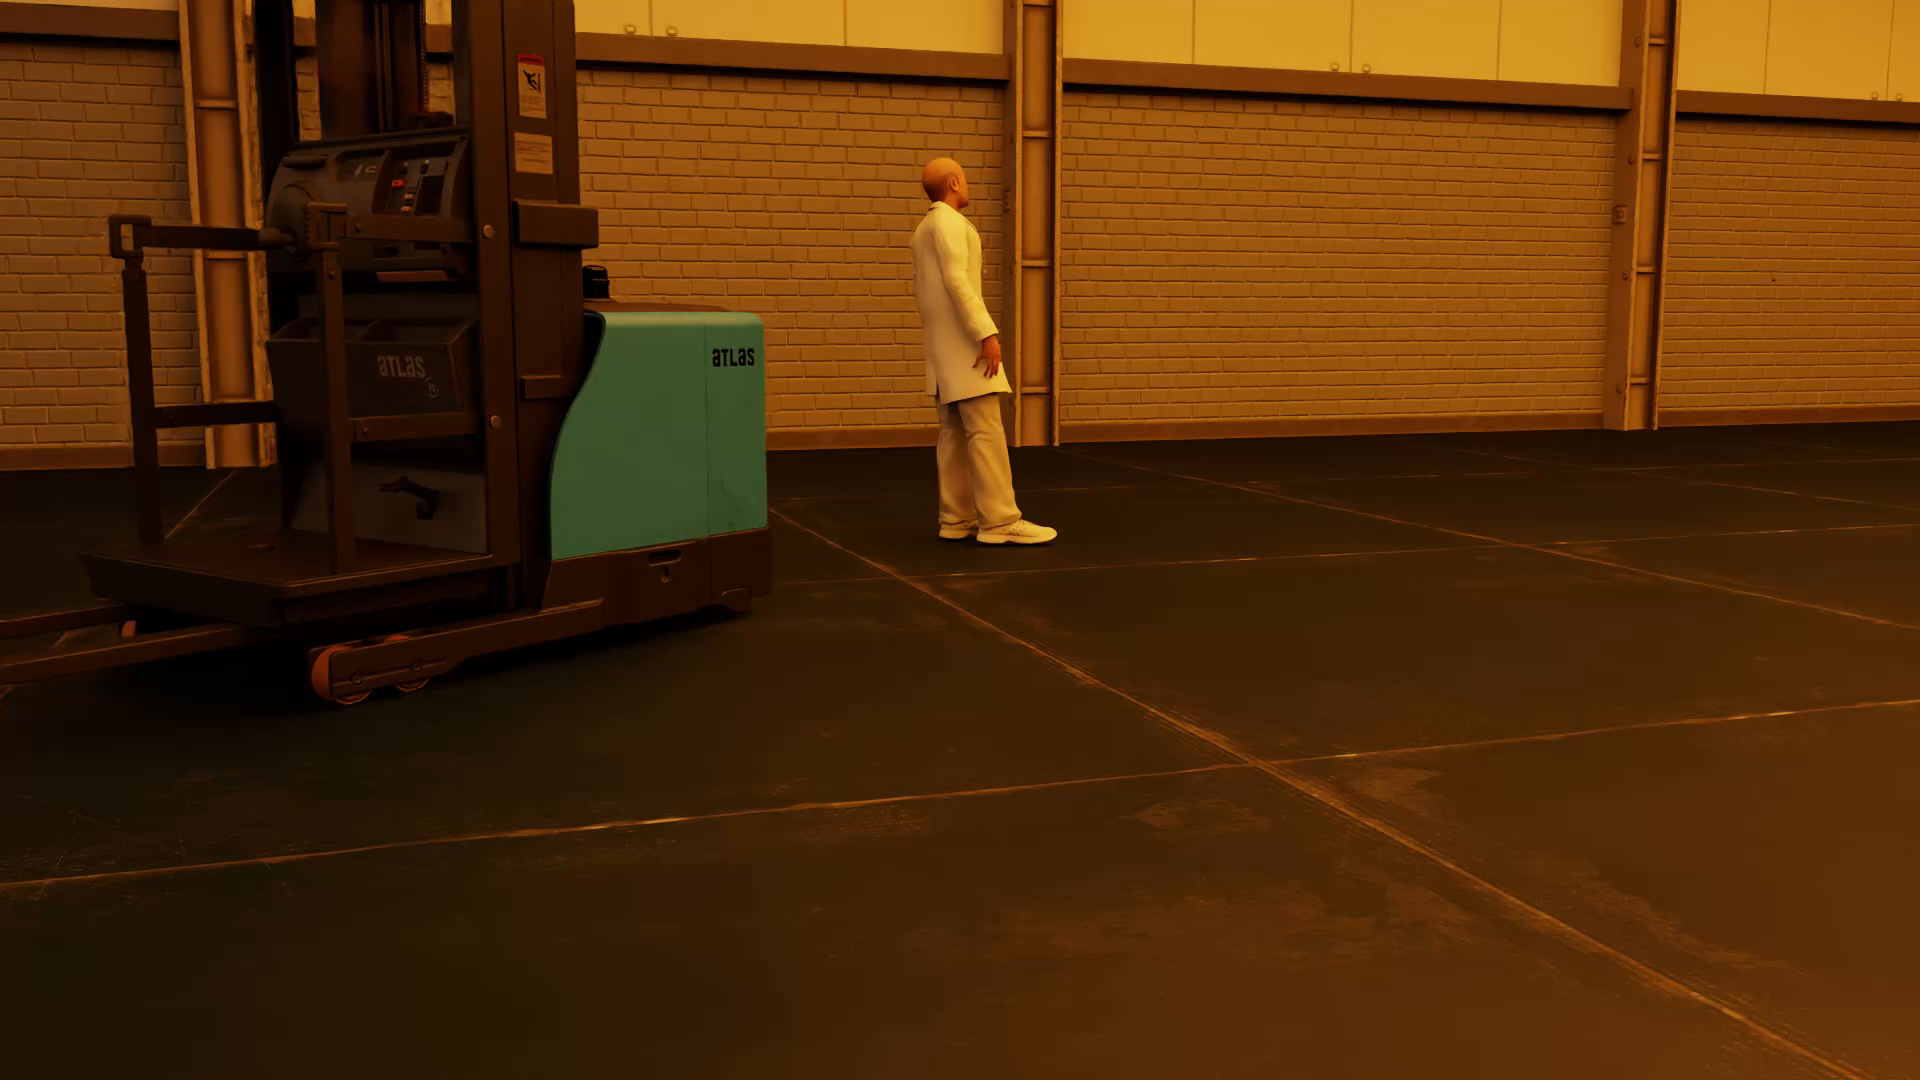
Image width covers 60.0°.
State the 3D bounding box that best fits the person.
[{"bbox_3d":[0.087,-0.891,7.827,0.581,1.775,0.694,-3,8,-18],"label":"person"}]

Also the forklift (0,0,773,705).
[{"bbox_3d":[-1.942,-1.071,4.919,1.130,2.935,3.031,6,9,35],"label":"forklift"}]
